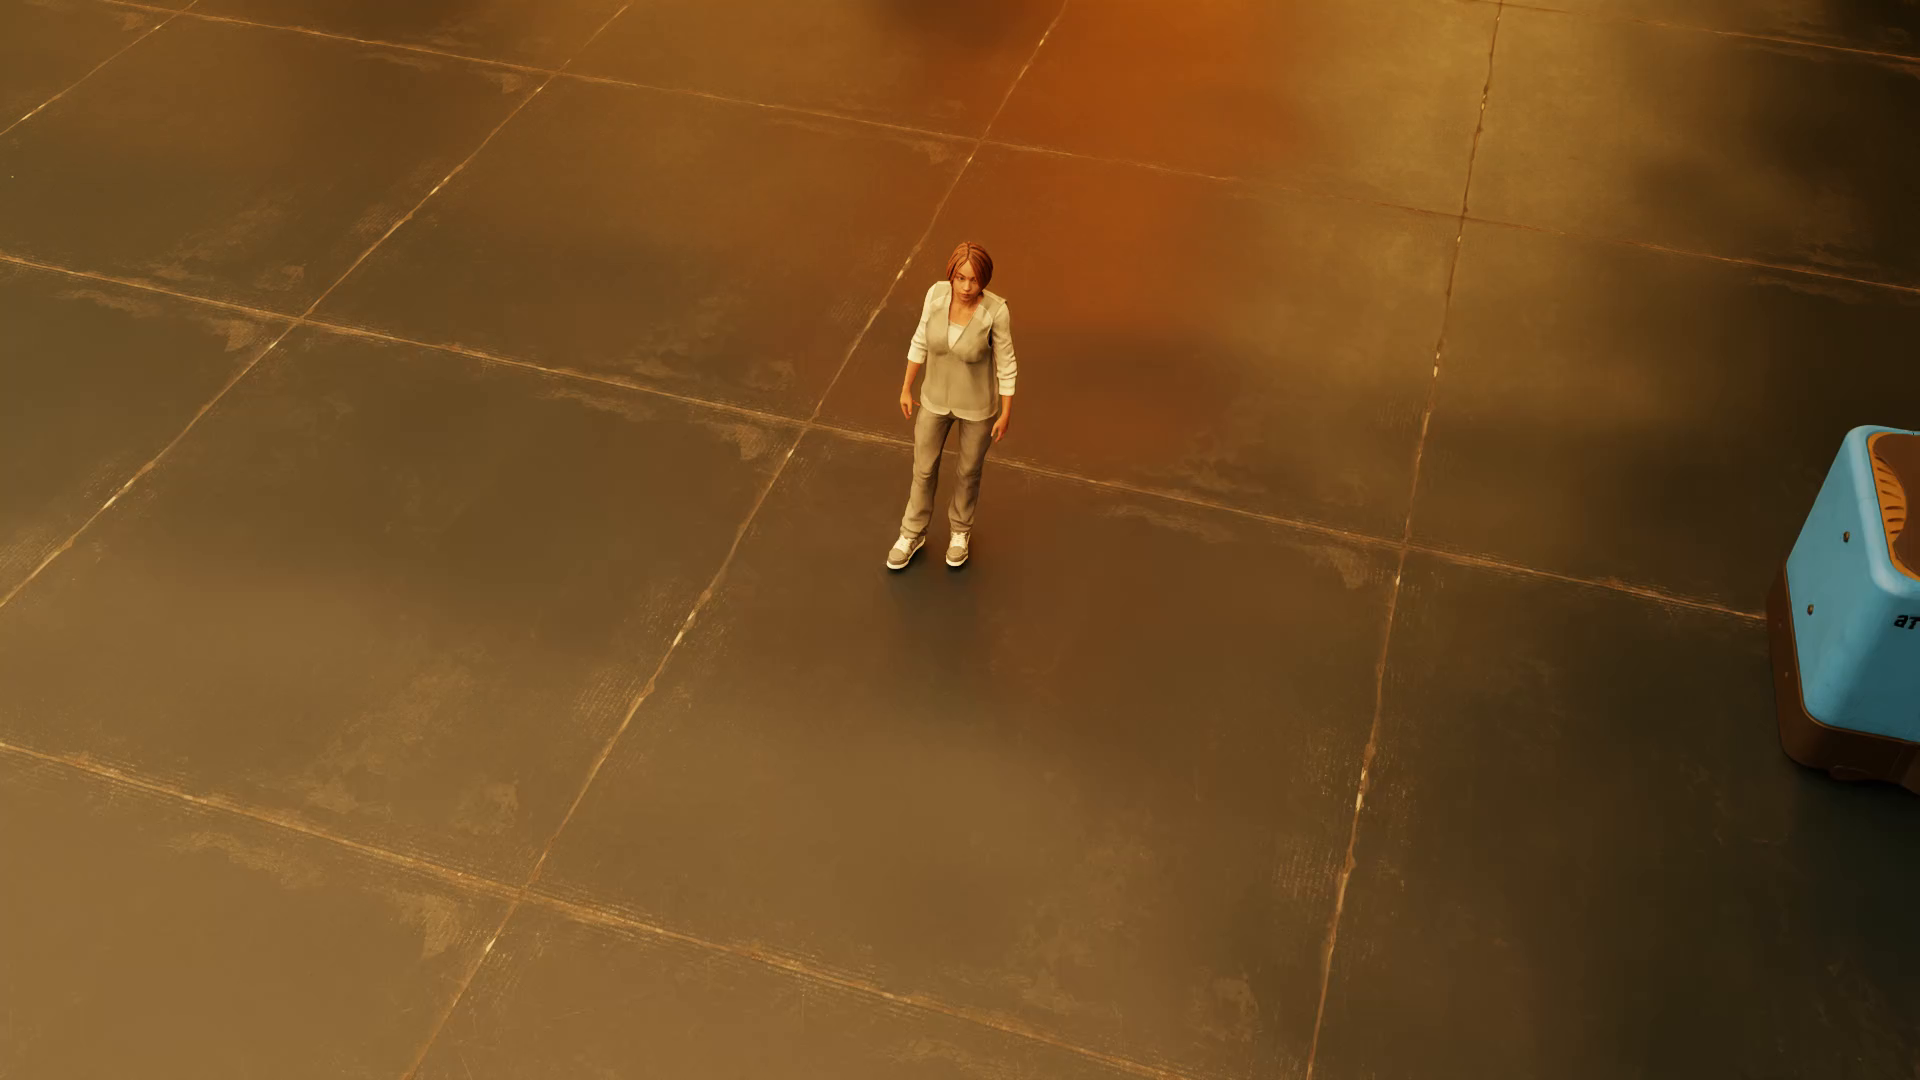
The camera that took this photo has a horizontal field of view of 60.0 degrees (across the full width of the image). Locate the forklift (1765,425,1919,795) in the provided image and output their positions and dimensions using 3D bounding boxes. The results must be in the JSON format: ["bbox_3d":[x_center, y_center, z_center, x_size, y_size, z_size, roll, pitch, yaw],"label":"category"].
[{"bbox_3d":[4.949,-0.191,5.894,3.031,2.935,1.130,11,44,11],"label":"forklift"}]

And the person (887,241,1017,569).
[{"bbox_3d":[-0.036,-0.545,7.243,0.520,1.599,0.473,12,44,13],"label":"person"}]
